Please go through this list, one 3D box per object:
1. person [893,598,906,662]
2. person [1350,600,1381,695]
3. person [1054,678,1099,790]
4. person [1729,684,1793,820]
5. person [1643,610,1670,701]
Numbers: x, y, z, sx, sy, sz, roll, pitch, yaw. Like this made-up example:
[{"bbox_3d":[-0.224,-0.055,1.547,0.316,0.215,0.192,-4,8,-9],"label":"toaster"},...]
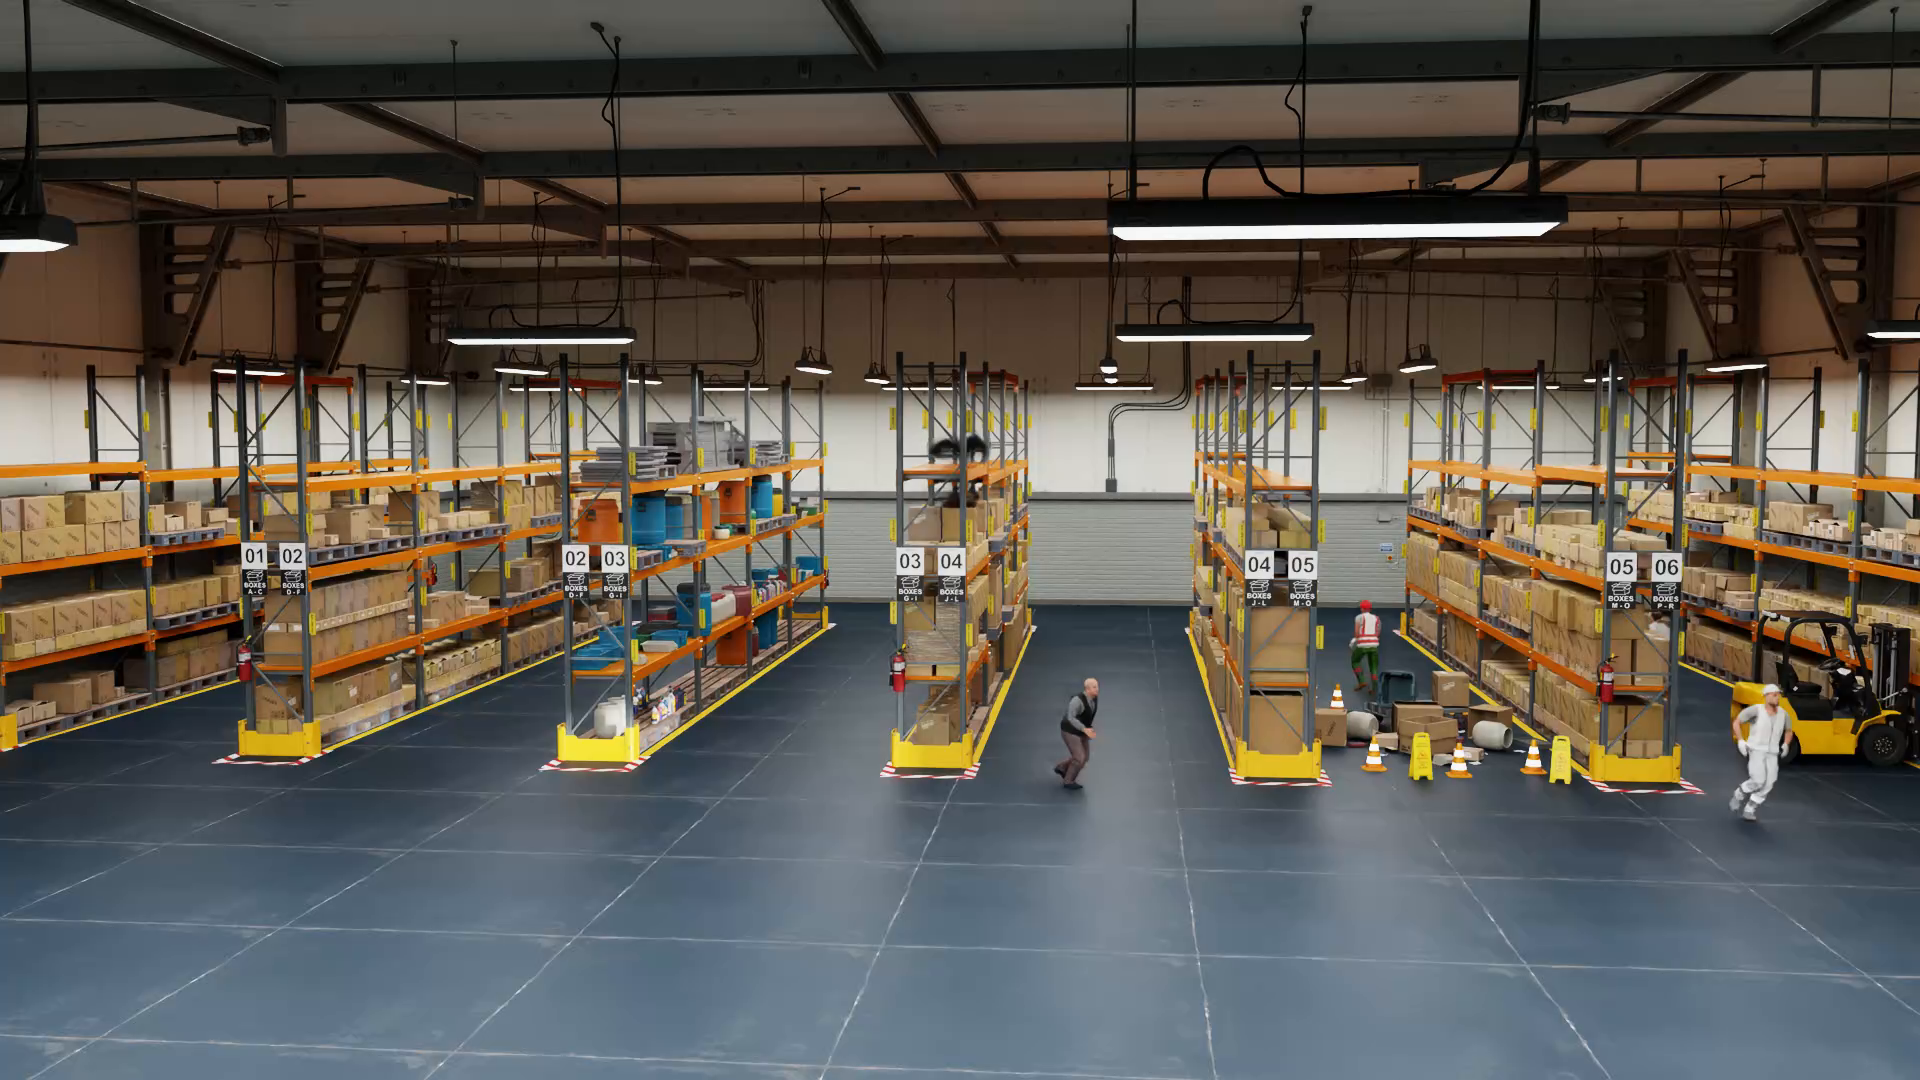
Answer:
[{"bbox_3d":[-1.154,1.776,34.192,0.516,1.666,0.799,0,4,5],"label":"person"},{"bbox_3d":[7.490,1.965,30.709,0.684,1.684,0.931,-1,4,-8],"label":"person"},{"bbox_3d":[1.564,2.617,22.593,0.854,1.561,0.622,3,5,38],"label":"person"},{"bbox_3d":[10.132,2.659,20.924,0.701,1.714,0.538,-1,4,-8],"label":"person"},{"bbox_3d":[12.498,2.081,29.739,0.560,1.638,0.950,0,4,-7],"label":"person"}]
